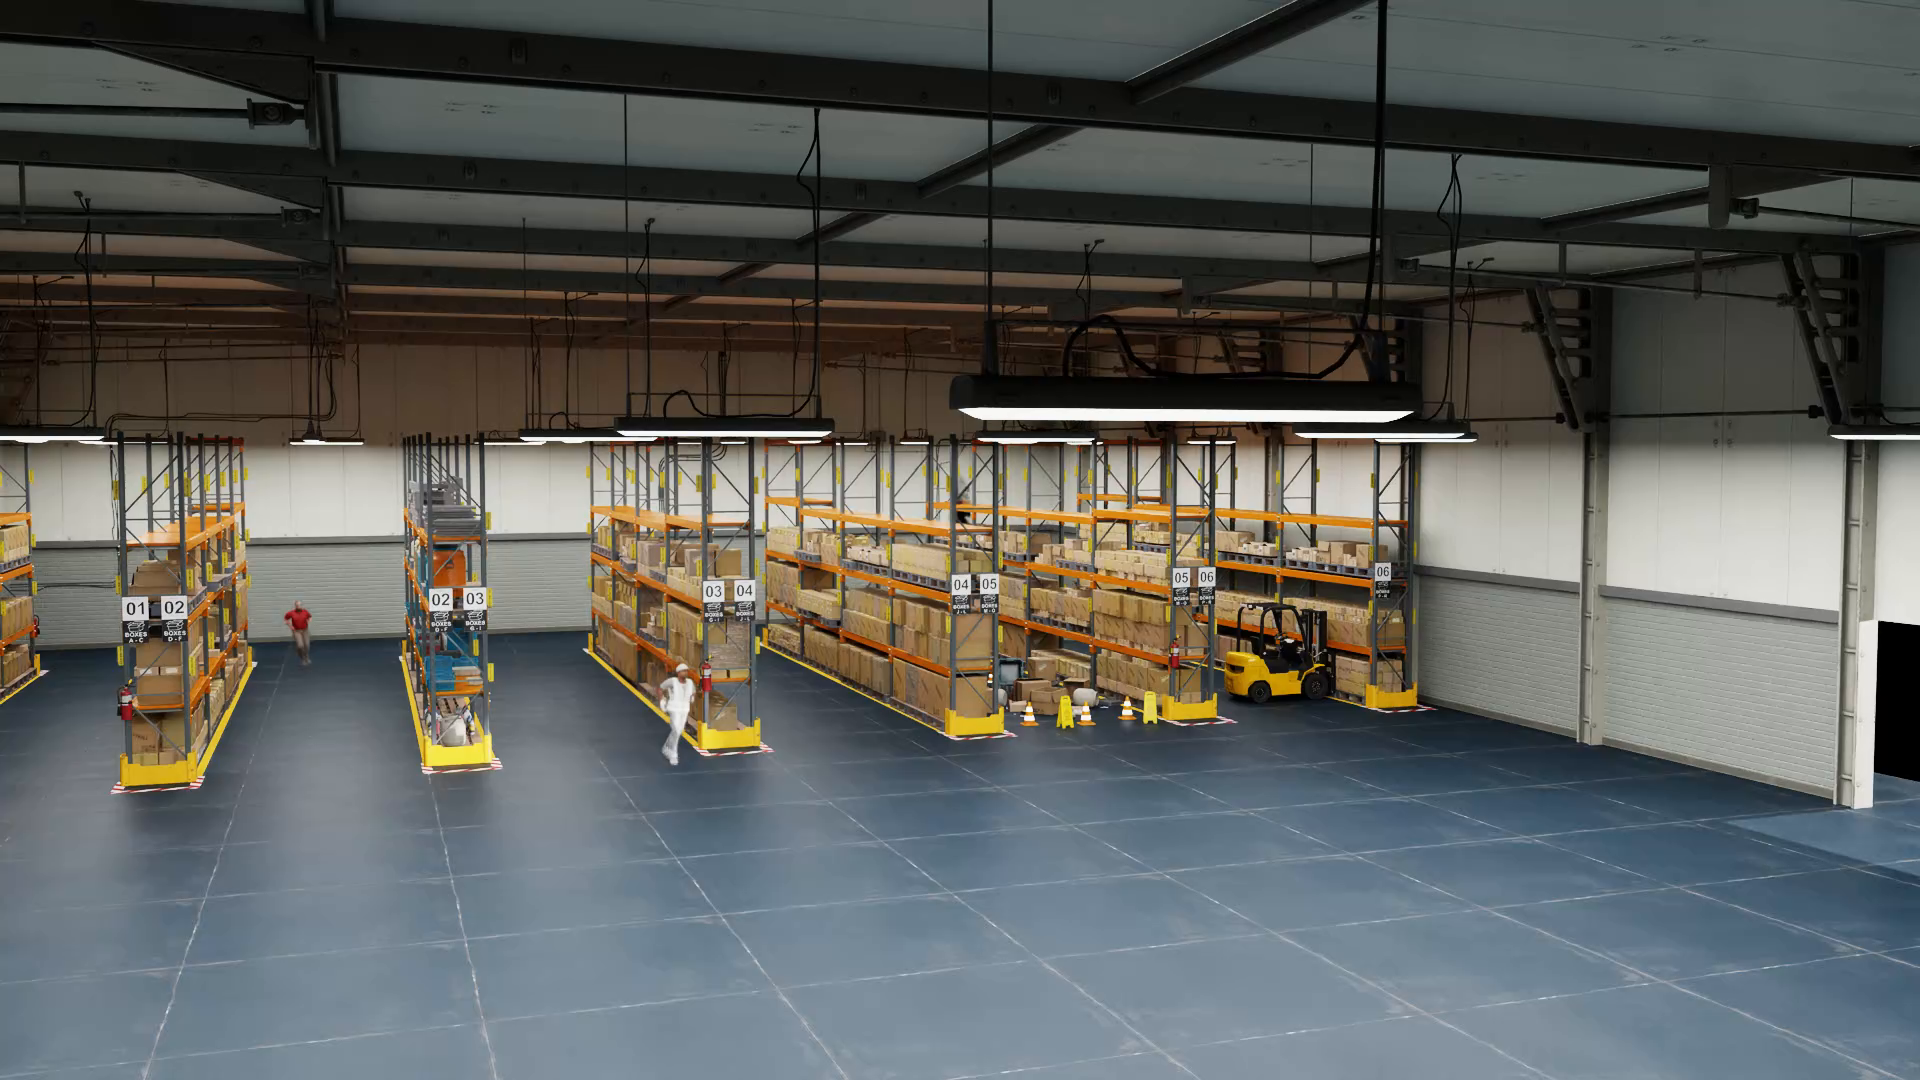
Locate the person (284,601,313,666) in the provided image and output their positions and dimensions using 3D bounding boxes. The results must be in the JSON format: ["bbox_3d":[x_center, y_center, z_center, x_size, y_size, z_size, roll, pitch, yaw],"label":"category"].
[{"bbox_3d":[-17.335,2.486,43.687,0.665,1.777,0.730,-3,4,-43],"label":"person"}]

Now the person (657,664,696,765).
[{"bbox_3d":[-5.164,3.173,30.464,0.691,1.831,0.763,-3,4,-44],"label":"person"}]

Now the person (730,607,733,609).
[{"bbox_3d":[-6.889,2.236,48.203,0.699,1.664,0.591,2,4,31],"label":"person"}]

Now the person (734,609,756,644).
[{"bbox_3d":[-5.857,2.321,45.418,0.672,1.721,0.792,-1,3,-17],"label":"person"}]

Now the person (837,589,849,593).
[{"bbox_3d":[-3.298,2.151,50.510,0.972,1.626,0.605,-1,3,-24],"label":"person"}]
